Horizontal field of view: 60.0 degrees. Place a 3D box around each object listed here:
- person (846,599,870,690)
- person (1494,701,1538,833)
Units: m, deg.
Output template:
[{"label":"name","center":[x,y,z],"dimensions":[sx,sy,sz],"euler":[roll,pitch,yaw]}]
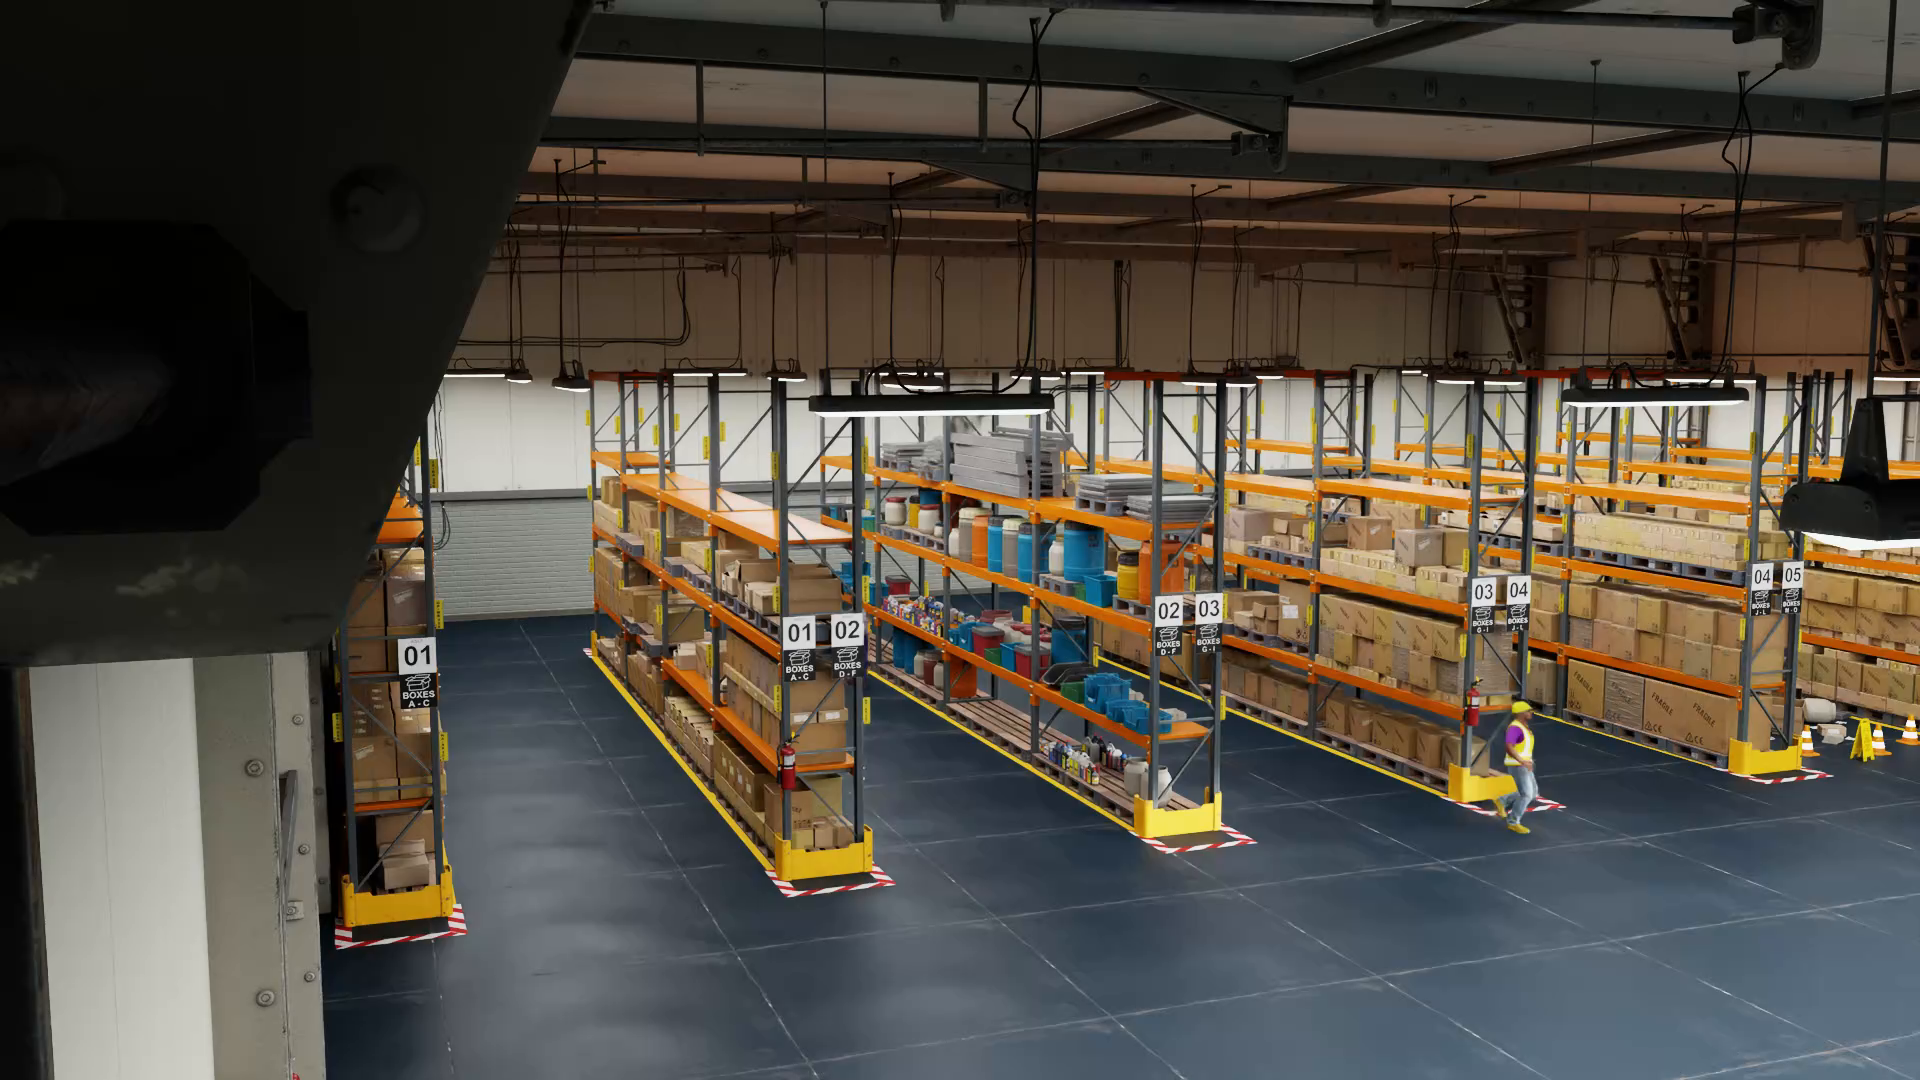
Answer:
[{"label":"person","center":[-1.878,1.858,30.246],"dimensions":[0.613,1.665,0.833],"euler":[-3,7,-23]},{"label":"person","center":[7.458,3.009,22.272],"dimensions":[0.555,1.713,0.735],"euler":[4,7,29]}]
